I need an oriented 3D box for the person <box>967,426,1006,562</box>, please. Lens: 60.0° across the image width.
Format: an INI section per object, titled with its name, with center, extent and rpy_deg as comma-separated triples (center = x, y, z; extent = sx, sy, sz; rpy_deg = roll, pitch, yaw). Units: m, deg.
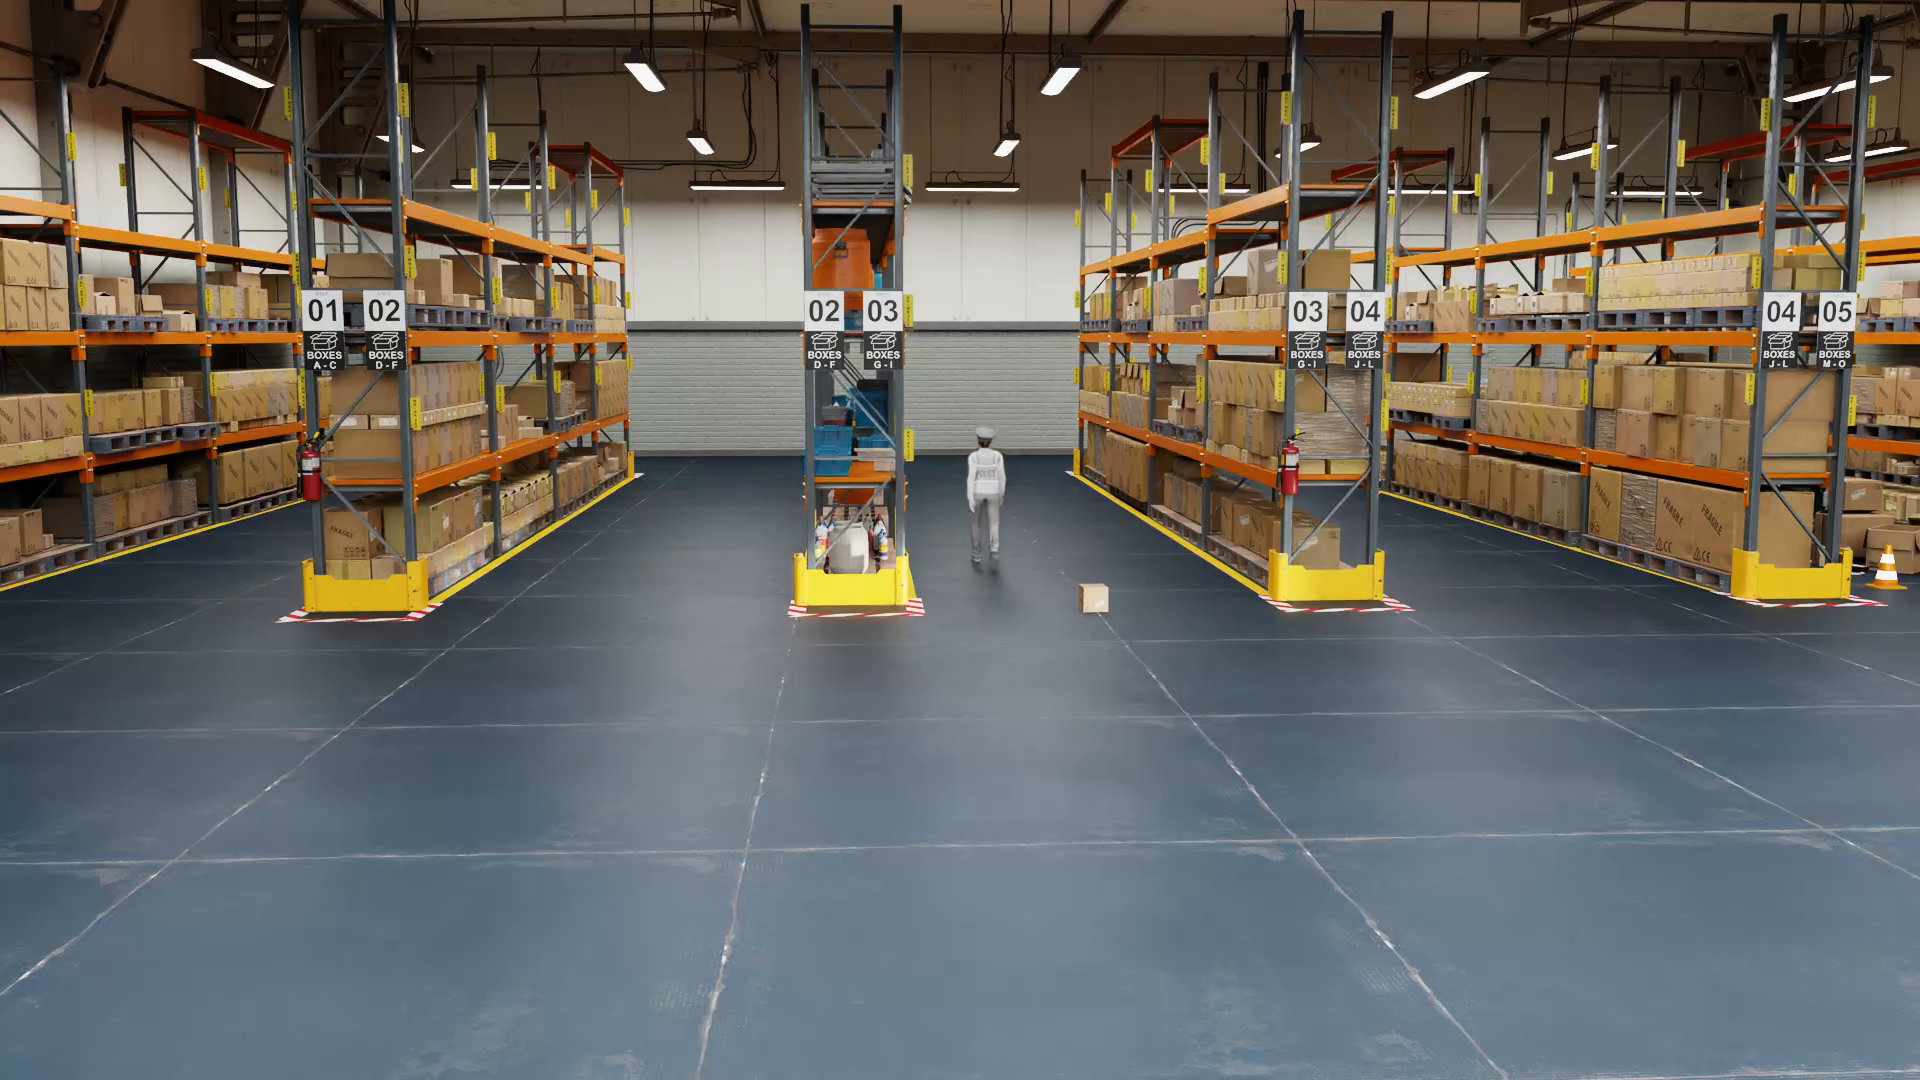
[person]
center = 0.314, -0.538, 19.954
extent = 0.484, 1.652, 0.884
rpy_deg = -1, 7, -5
